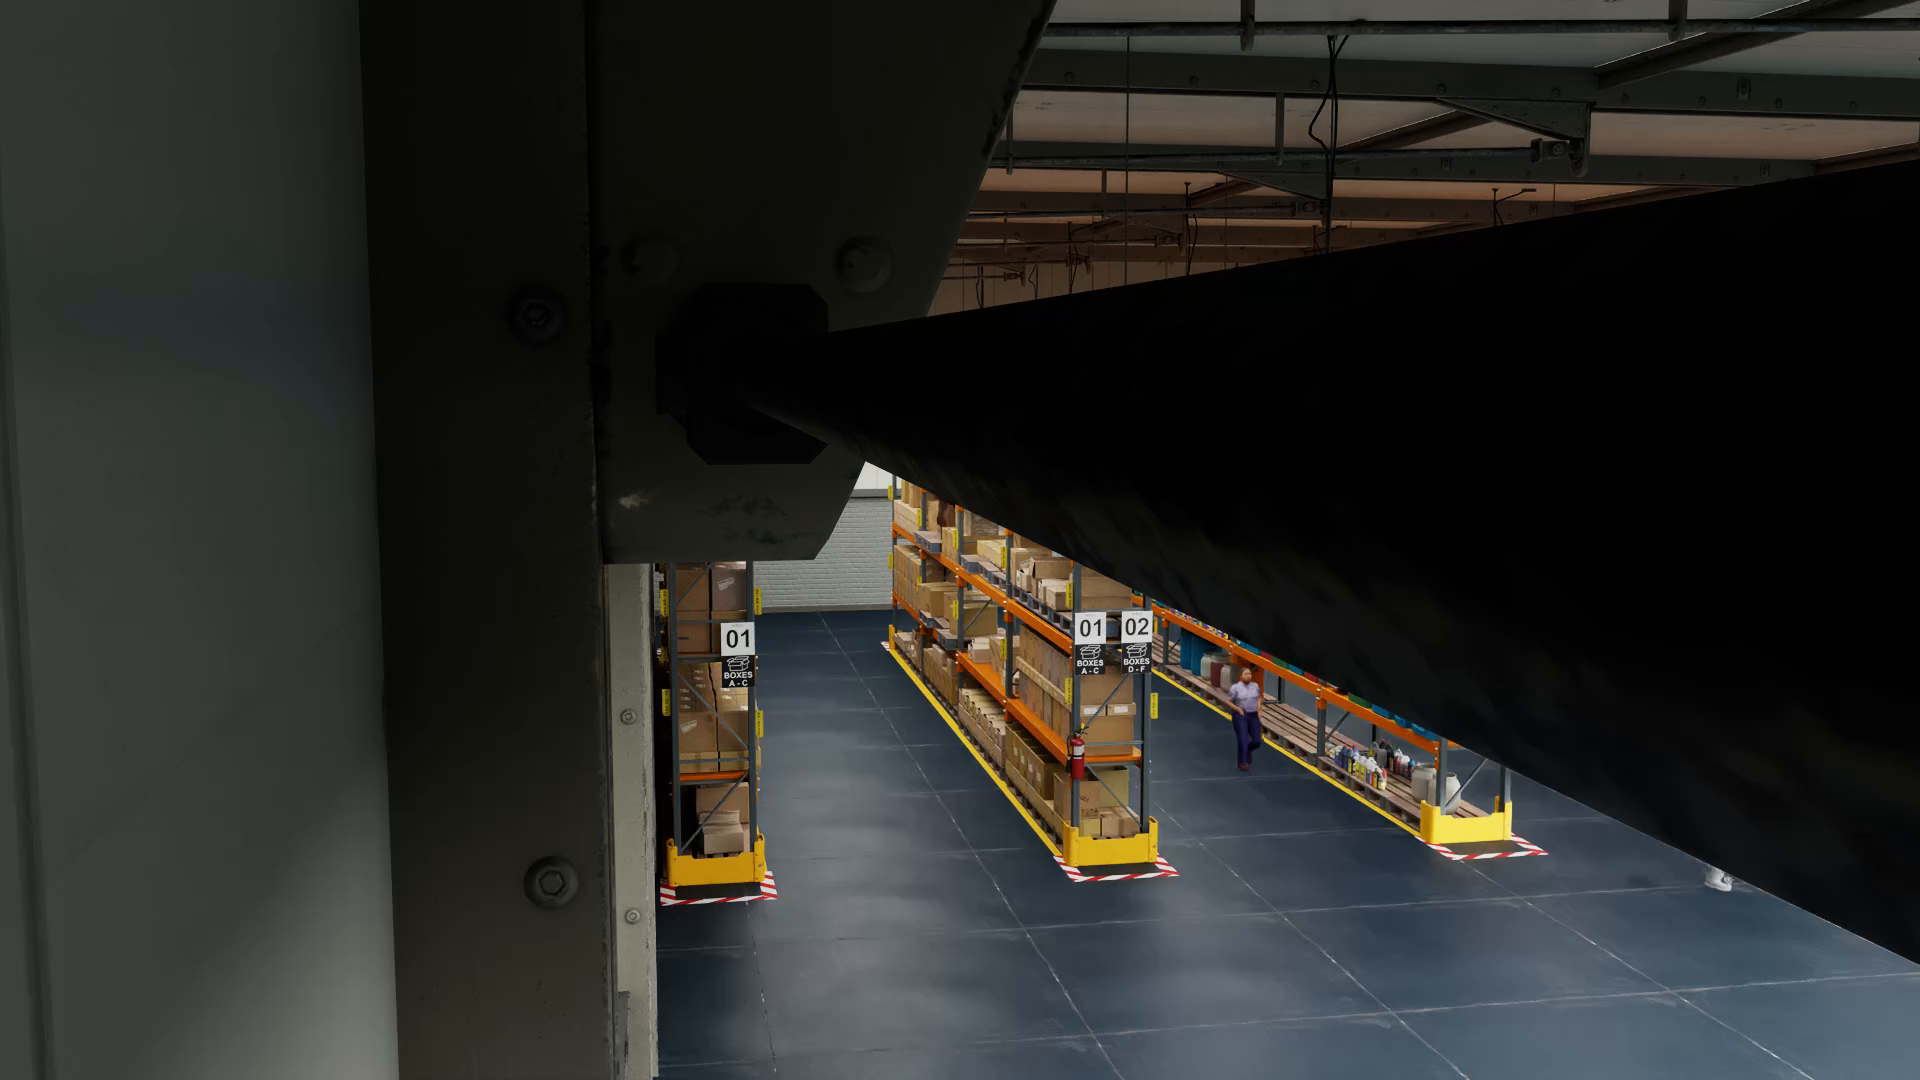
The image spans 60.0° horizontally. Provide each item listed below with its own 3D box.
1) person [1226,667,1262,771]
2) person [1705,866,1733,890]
[{"bbox_3d":[4.425,2.764,25.656,0.601,1.599,0.528,-1,6,-11],"label":"person"},{"bbox_3d":[9.250,3.360,19.862,0.582,1.659,0.590,2,7,21],"label":"person"}]
